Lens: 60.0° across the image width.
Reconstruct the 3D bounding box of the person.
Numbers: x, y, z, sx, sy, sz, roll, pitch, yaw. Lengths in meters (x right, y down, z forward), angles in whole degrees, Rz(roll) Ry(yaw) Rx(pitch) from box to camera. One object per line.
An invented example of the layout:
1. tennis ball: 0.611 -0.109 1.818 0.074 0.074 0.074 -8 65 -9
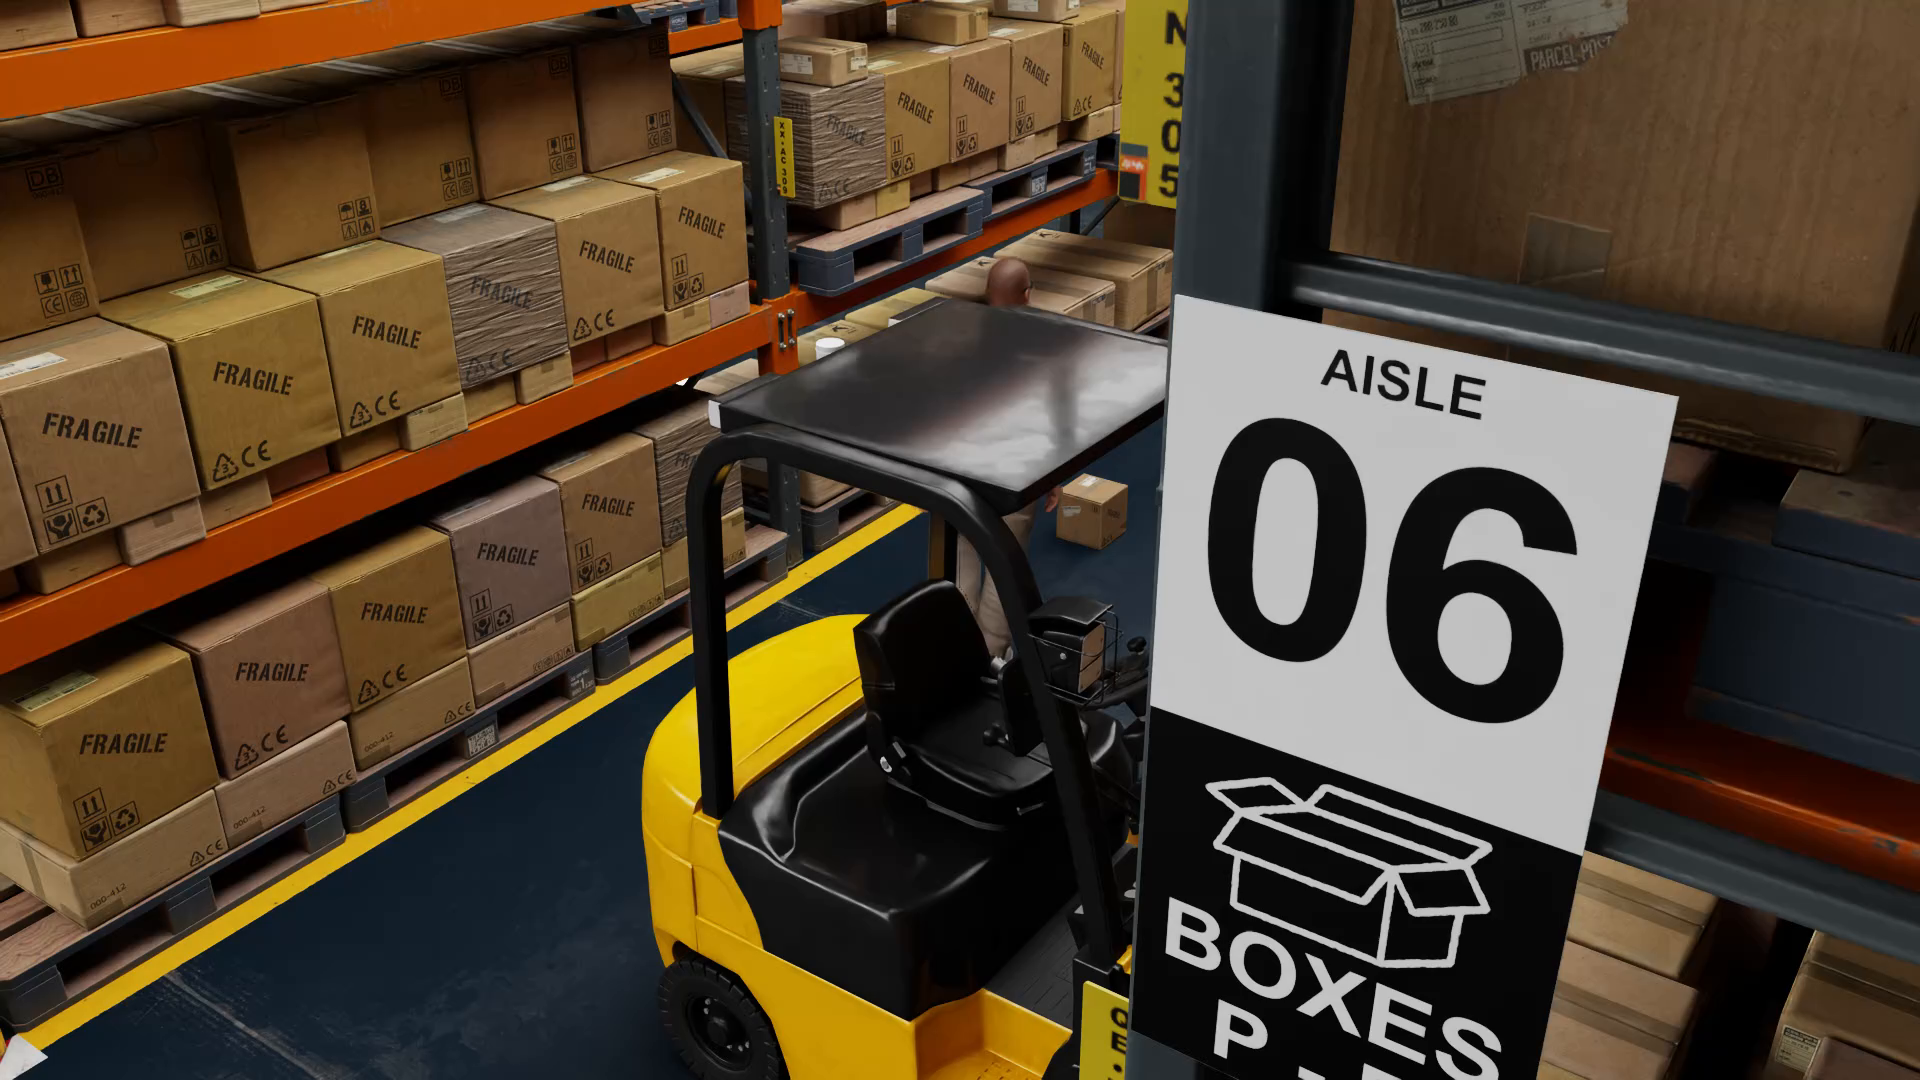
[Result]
1. person: 0.145 -0.267 6.638 0.571 1.717 0.516 5 27 10
